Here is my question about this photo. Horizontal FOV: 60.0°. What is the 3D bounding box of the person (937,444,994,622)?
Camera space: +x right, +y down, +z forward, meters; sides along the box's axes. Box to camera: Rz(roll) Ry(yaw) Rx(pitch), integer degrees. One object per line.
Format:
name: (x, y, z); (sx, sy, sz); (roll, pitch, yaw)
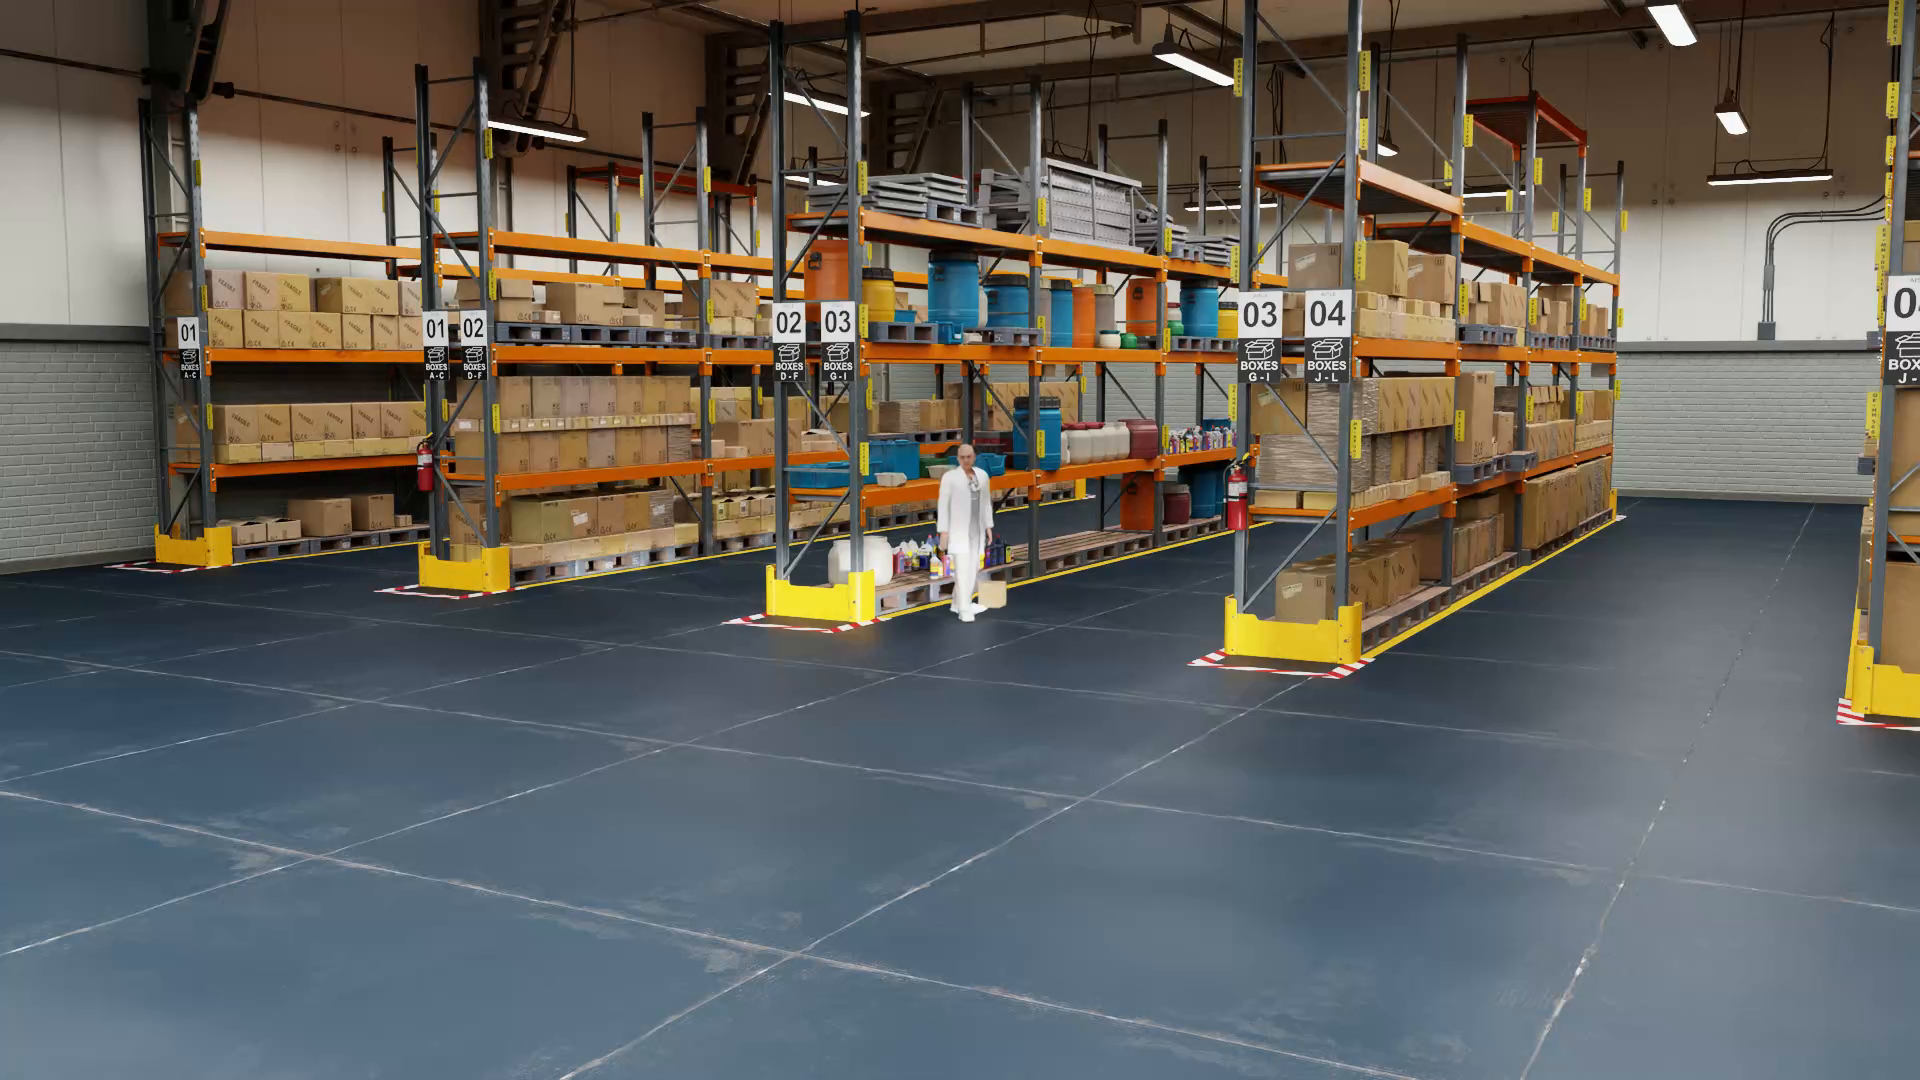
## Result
person: (0.064, -0.084, 16.878); (0.612, 1.778, 0.676); (-4, 7, -34)
